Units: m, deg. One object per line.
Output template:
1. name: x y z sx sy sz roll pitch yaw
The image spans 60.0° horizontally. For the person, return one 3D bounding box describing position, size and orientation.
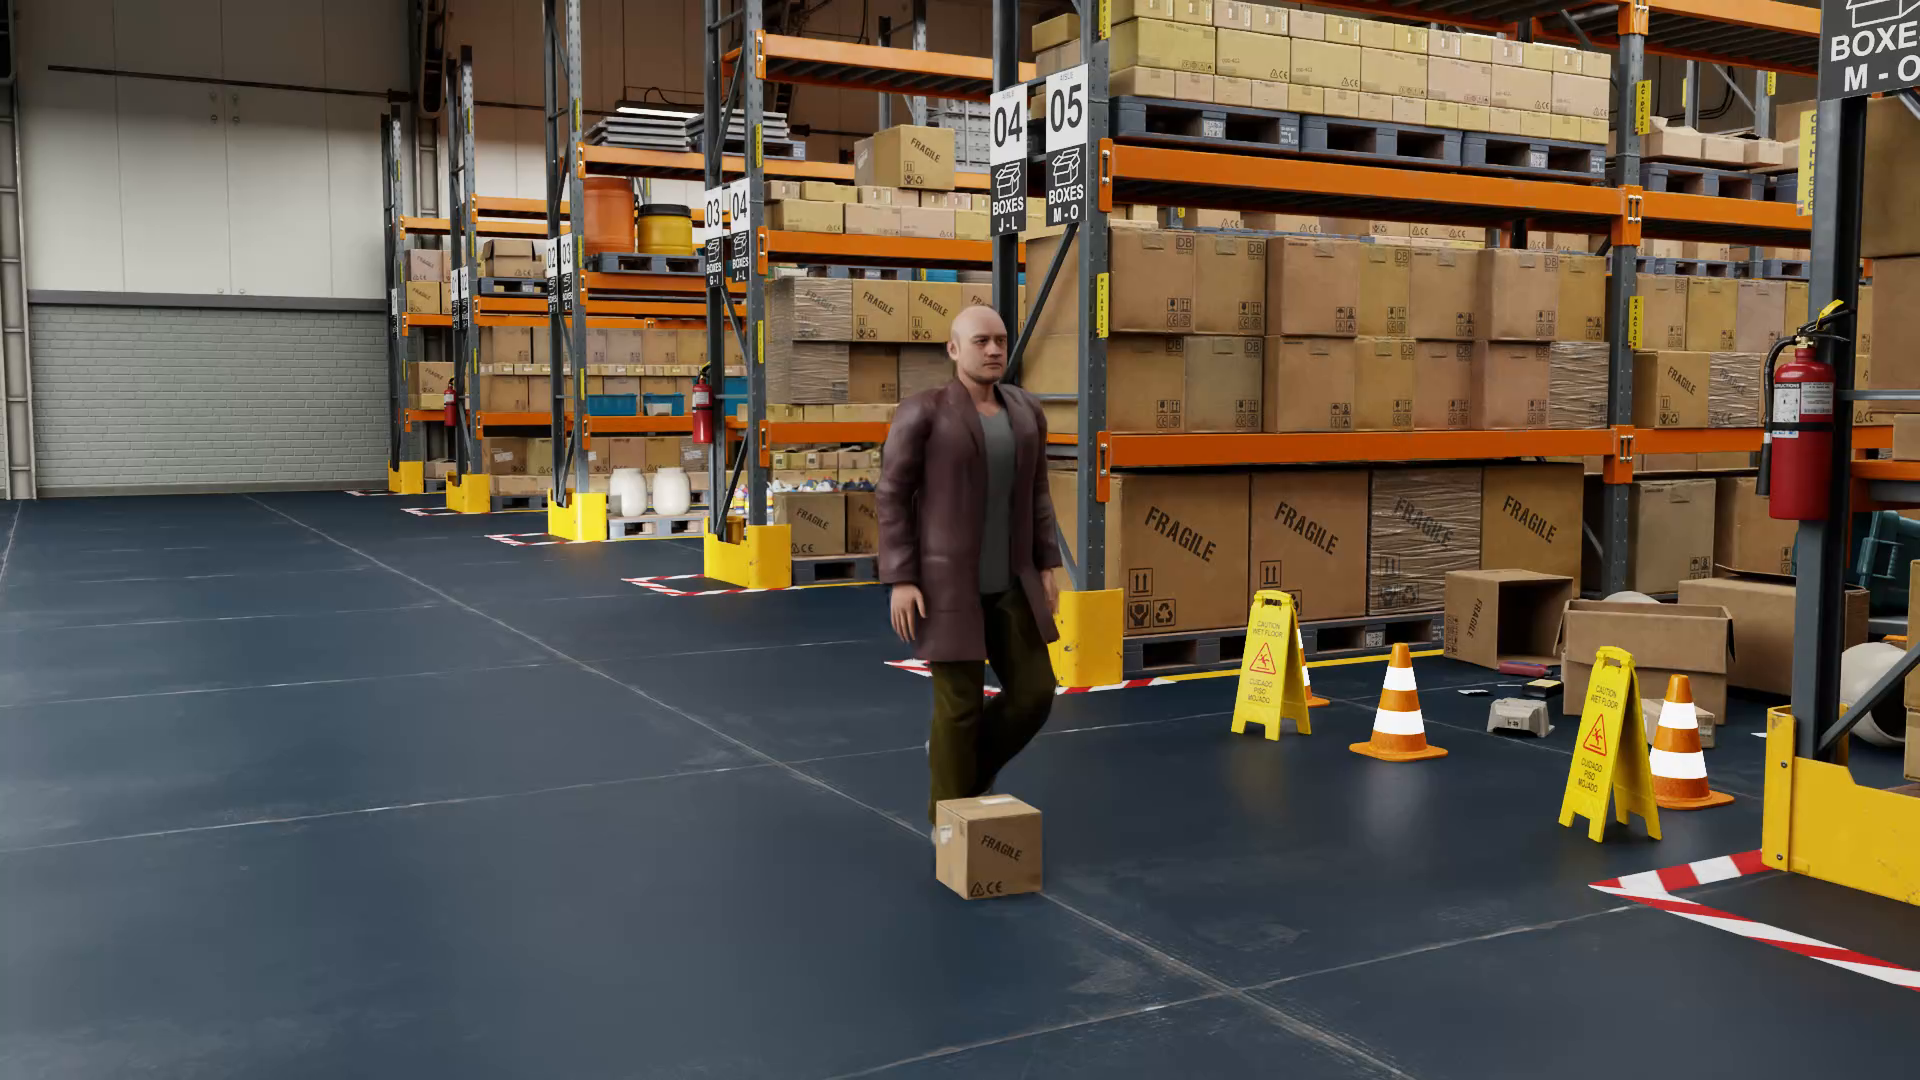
1. person: 0.024 0.242 5.361 0.647 1.577 0.564 -3 6 -30
